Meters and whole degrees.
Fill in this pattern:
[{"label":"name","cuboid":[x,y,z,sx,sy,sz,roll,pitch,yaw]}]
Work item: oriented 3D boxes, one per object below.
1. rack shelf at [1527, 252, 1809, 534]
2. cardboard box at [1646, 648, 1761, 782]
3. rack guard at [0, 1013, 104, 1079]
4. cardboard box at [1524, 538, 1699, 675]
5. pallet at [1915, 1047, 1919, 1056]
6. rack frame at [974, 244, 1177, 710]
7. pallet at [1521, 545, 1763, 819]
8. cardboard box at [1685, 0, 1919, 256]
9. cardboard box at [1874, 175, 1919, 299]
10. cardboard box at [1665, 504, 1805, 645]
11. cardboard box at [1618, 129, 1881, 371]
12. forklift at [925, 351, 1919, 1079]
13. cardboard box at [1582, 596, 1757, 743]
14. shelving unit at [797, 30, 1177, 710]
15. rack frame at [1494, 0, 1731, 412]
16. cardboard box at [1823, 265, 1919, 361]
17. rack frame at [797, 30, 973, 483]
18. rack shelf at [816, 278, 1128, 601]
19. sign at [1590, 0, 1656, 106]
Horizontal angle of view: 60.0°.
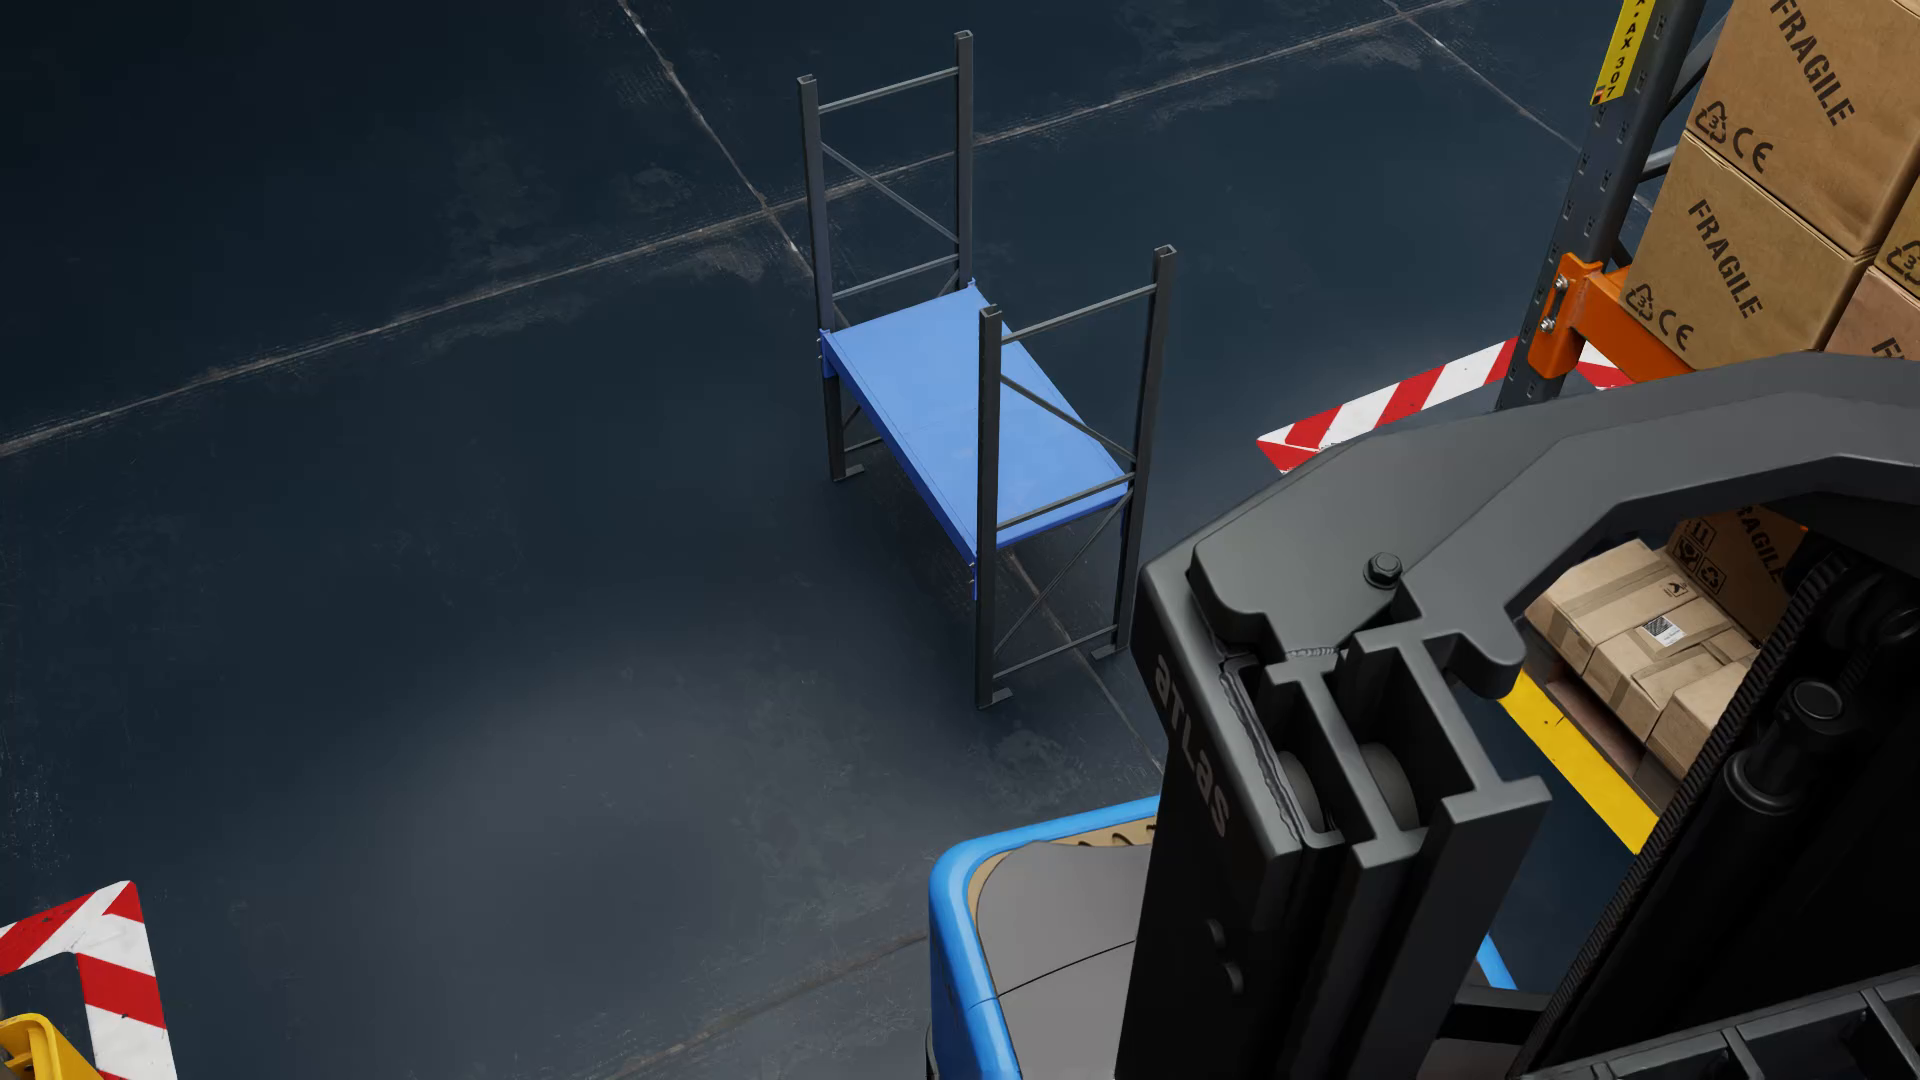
[{"label":"rack shelf","cuboid":[2.866,0.568,3.238,1.077,0.370,4.000,-21,52,-18]},{"label":"cardboard box","cuboid":[2.176,0.550,4.311,0.500,0.250,0.500,-21,52,-18]},{"label":"rack guard","cuboid":[-2.464,1.509,3.598,1.175,0.500,0.348,-21,52,-18]},{"label":"cardboard box","cuboid":[1.836,0.185,4.697,0.380,0.149,0.250,-21,52,-18]},{"label":"pallet","cuboid":[2.905,1.311,3.964,1.003,0.211,1.213,-21,52,-18]},{"label":"rack frame","cuboid":[0.272,-0.096,4.338,0.500,1.500,0.032,-21,52,-18]},{"label":"pallet","cuboid":[2.351,0.495,4.677,1.003,0.211,1.213,-21,52,-18]},{"label":"cardboard box","cuboid":[1.919,-0.981,3.385,0.500,0.500,0.500,-20,52,-16]},{"label":"cardboard box","cuboid":[2.165,-0.634,3.081,0.500,0.500,0.500,-21,52,-17]},{"label":"cardboard box","cuboid":[2.418,-0.050,4.669,0.500,0.500,0.500,-21,52,-18]},{"label":"cardboard box","cuboid":[1.919,-0.652,3.761,0.500,0.500,0.500,-20,52,-17]},{"label":"forklift","cuboid":[0.799,1.333,2.137,1.130,2.935,3.031,-12,50,-10]},{"label":"cardboard box","cuboid":[1.951,0.347,4.544,0.380,0.166,0.250,-21,52,-18]},{"label":"shelving unit","cuboid":[0.039,-0.437,4.636,0.538,1.500,1.048,-21,52,-18]},{"label":"rack frame","cuboid":[1.950,-1.007,4.138,1.000,3.000,0.127,-21,52,-18]},{"label":"cardboard box","cuboid":[2.160,-0.309,3.461,0.500,0.500,0.500,-22,52,-18]},{"label":"rack frame","cuboid":[-0.194,-0.777,4.933,0.500,1.500,0.032,-21,52,-18]},{"label":"rack shelf","cuboid":[0.039,-0.318,4.771,0.538,0.185,1.000,-21,52,-18]},{"label":"sign","cuboid":[1.468,-1.105,3.649,0.100,0.325,0.005,-21,52,-18]}]
